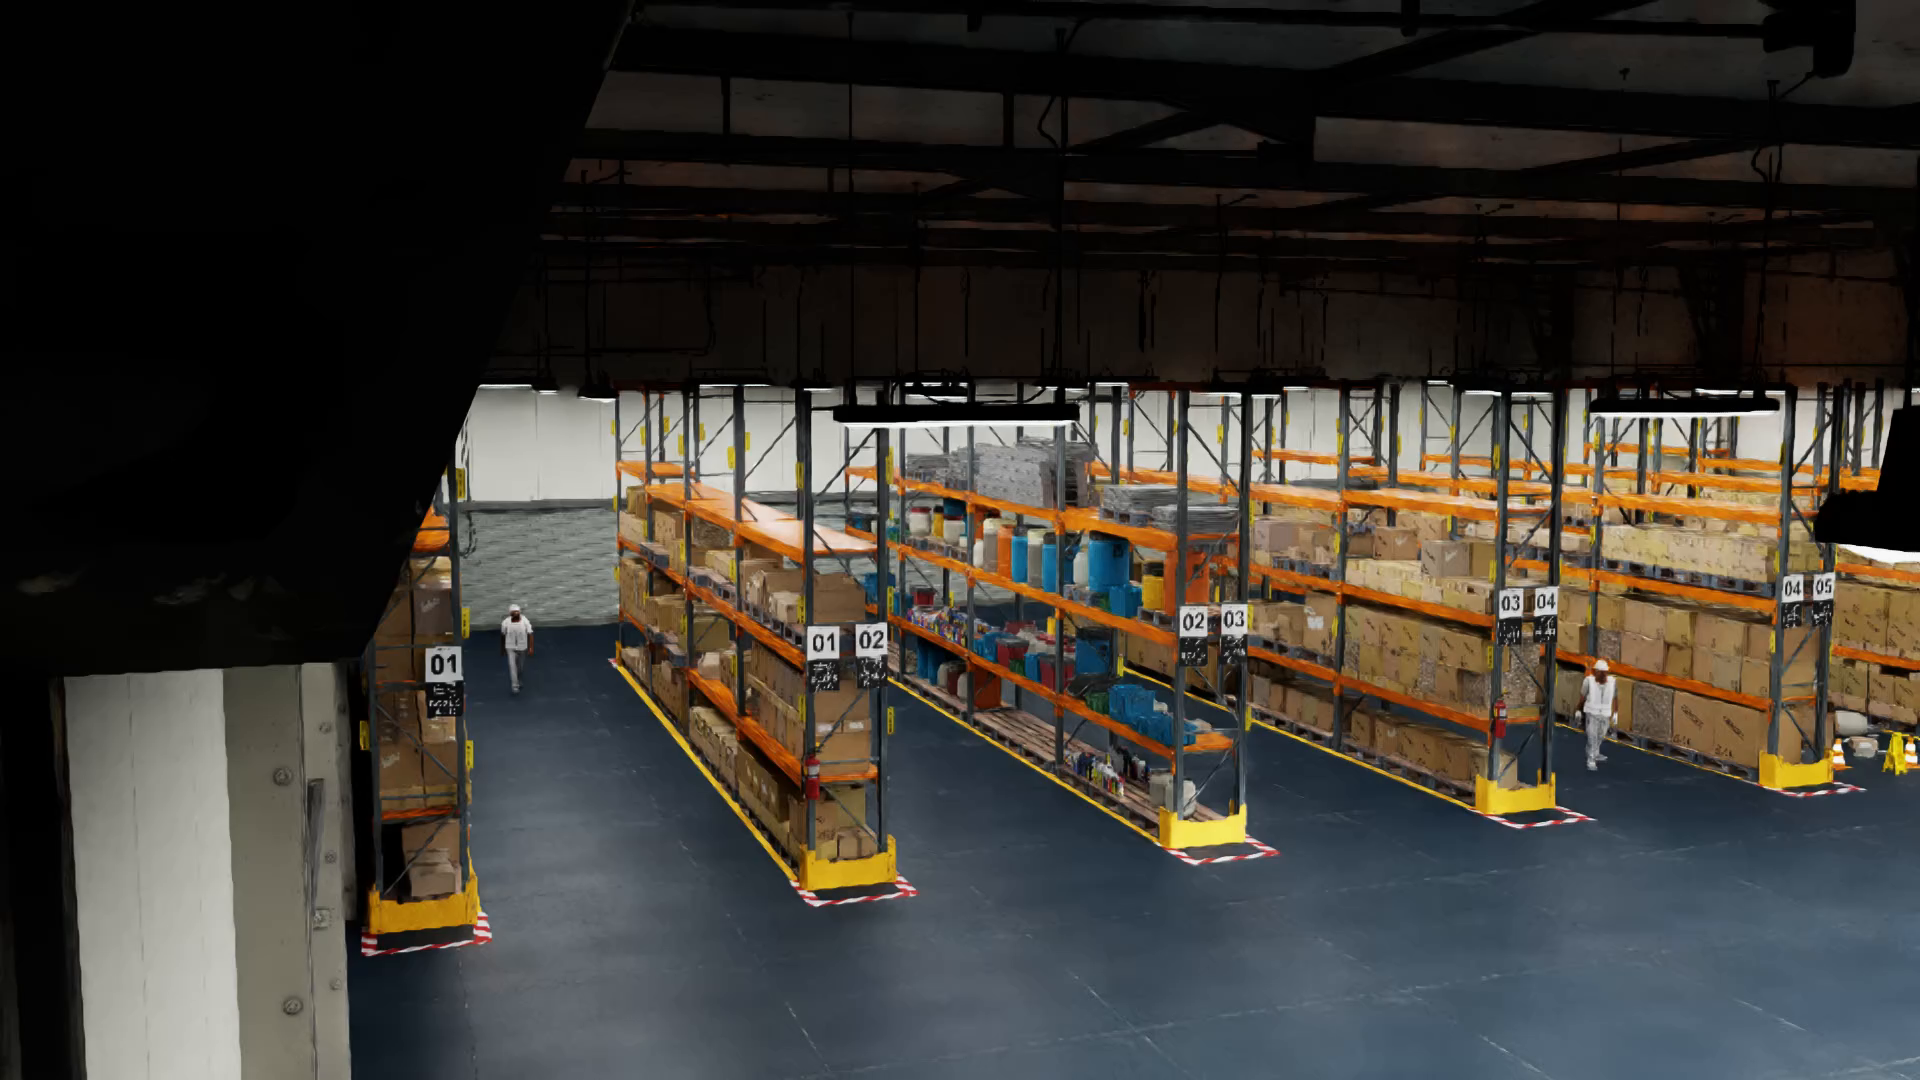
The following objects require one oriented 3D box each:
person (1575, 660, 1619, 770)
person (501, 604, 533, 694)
[{"bbox_3d":[10.026,2.719,26.130,0.608,1.735,0.984,0,6,2],"label":"person"},{"bbox_3d":[-8.570,2.078,32.206,0.591,1.716,1.042,-2,6,-20],"label":"person"}]
